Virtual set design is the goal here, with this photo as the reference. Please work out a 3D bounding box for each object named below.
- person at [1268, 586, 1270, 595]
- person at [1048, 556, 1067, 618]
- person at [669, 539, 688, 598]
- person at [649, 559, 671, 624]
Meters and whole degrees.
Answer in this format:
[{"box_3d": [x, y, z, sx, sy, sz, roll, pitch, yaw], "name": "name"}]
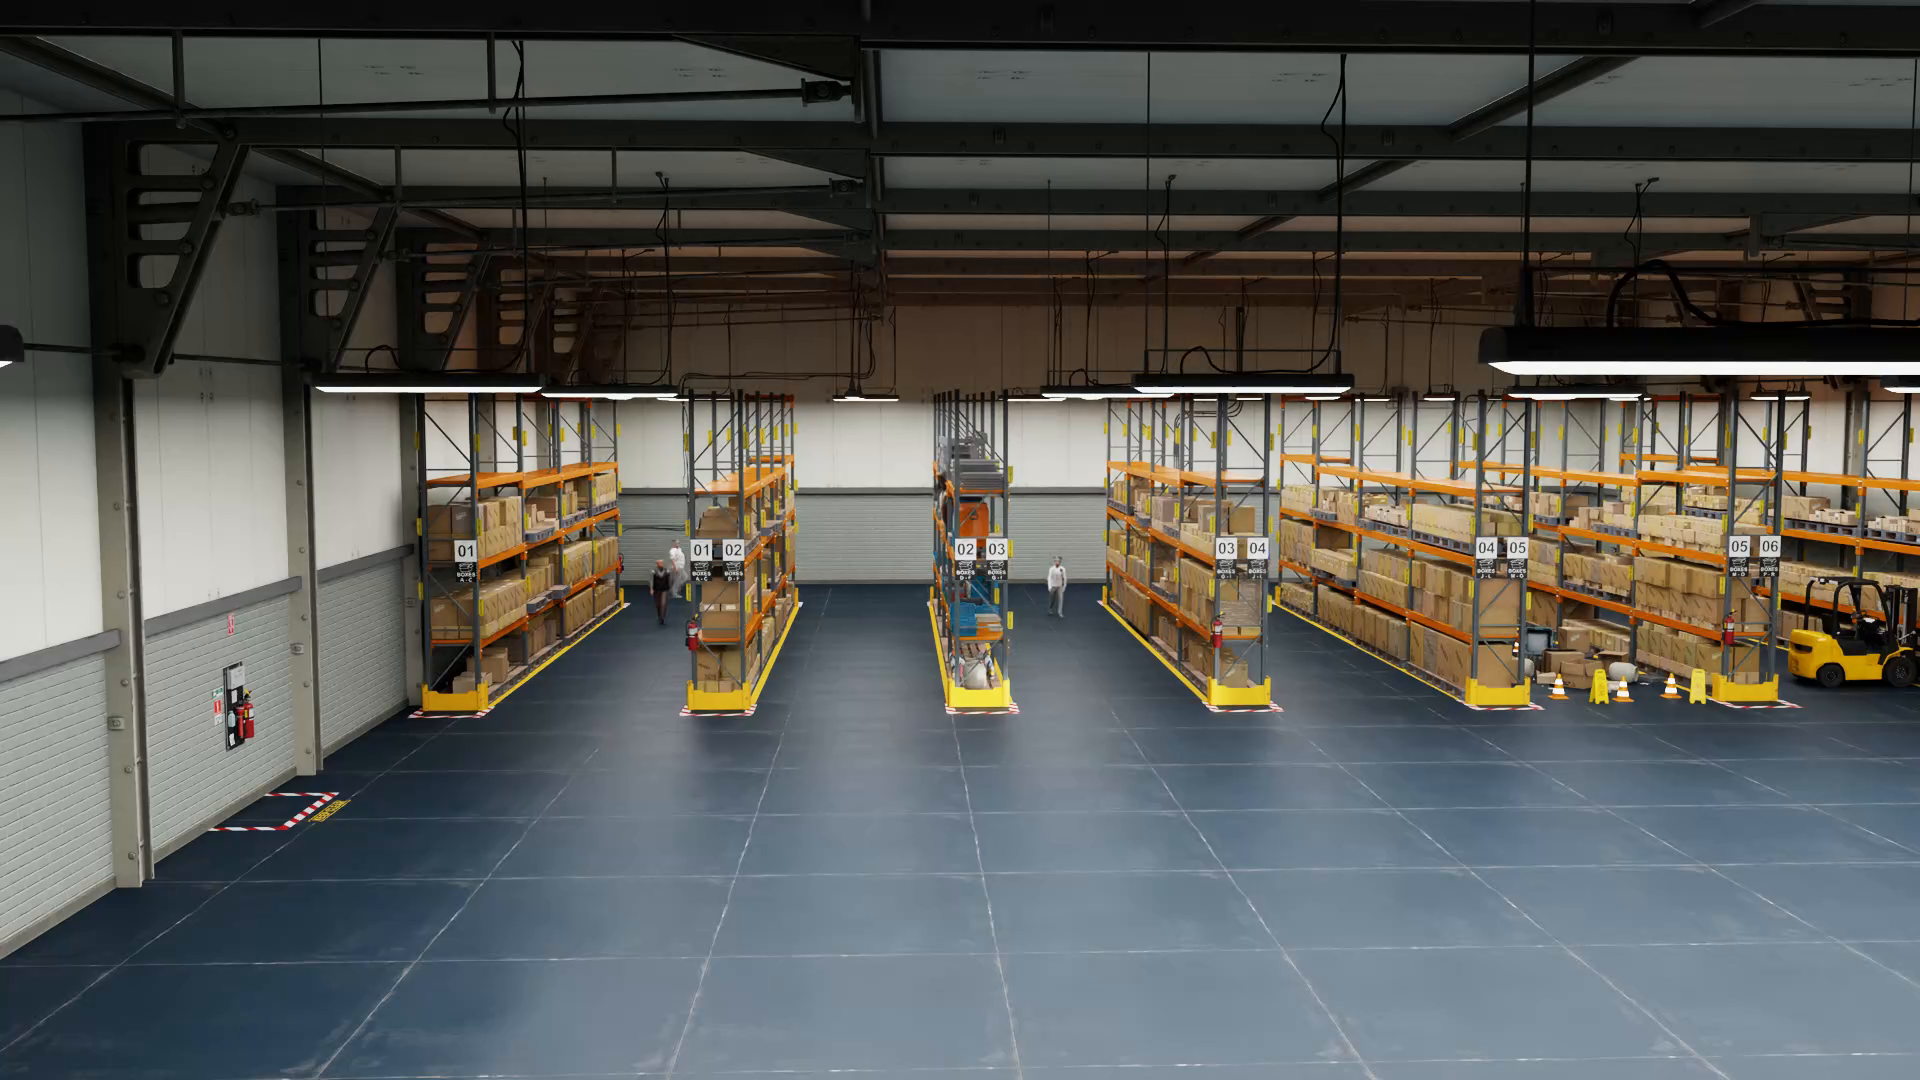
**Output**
[{"box_3d": [8.847, 0.916, 49.021, 0.480, 1.606, 0.984, 3, 5, 32], "name": "person"}, {"box_3d": [2.621, 1.246, 44.805, 0.535, 1.643, 0.951, -1, 5, -8], "name": "person"}, {"box_3d": [-8.282, 0.841, 48.980, 0.474, 1.777, 0.557, 1, 5, 8], "name": "person"}, {"box_3d": [-7.848, 1.339, 43.454, 0.510, 1.685, 0.977, 0, 5, 2], "name": "person"}]
